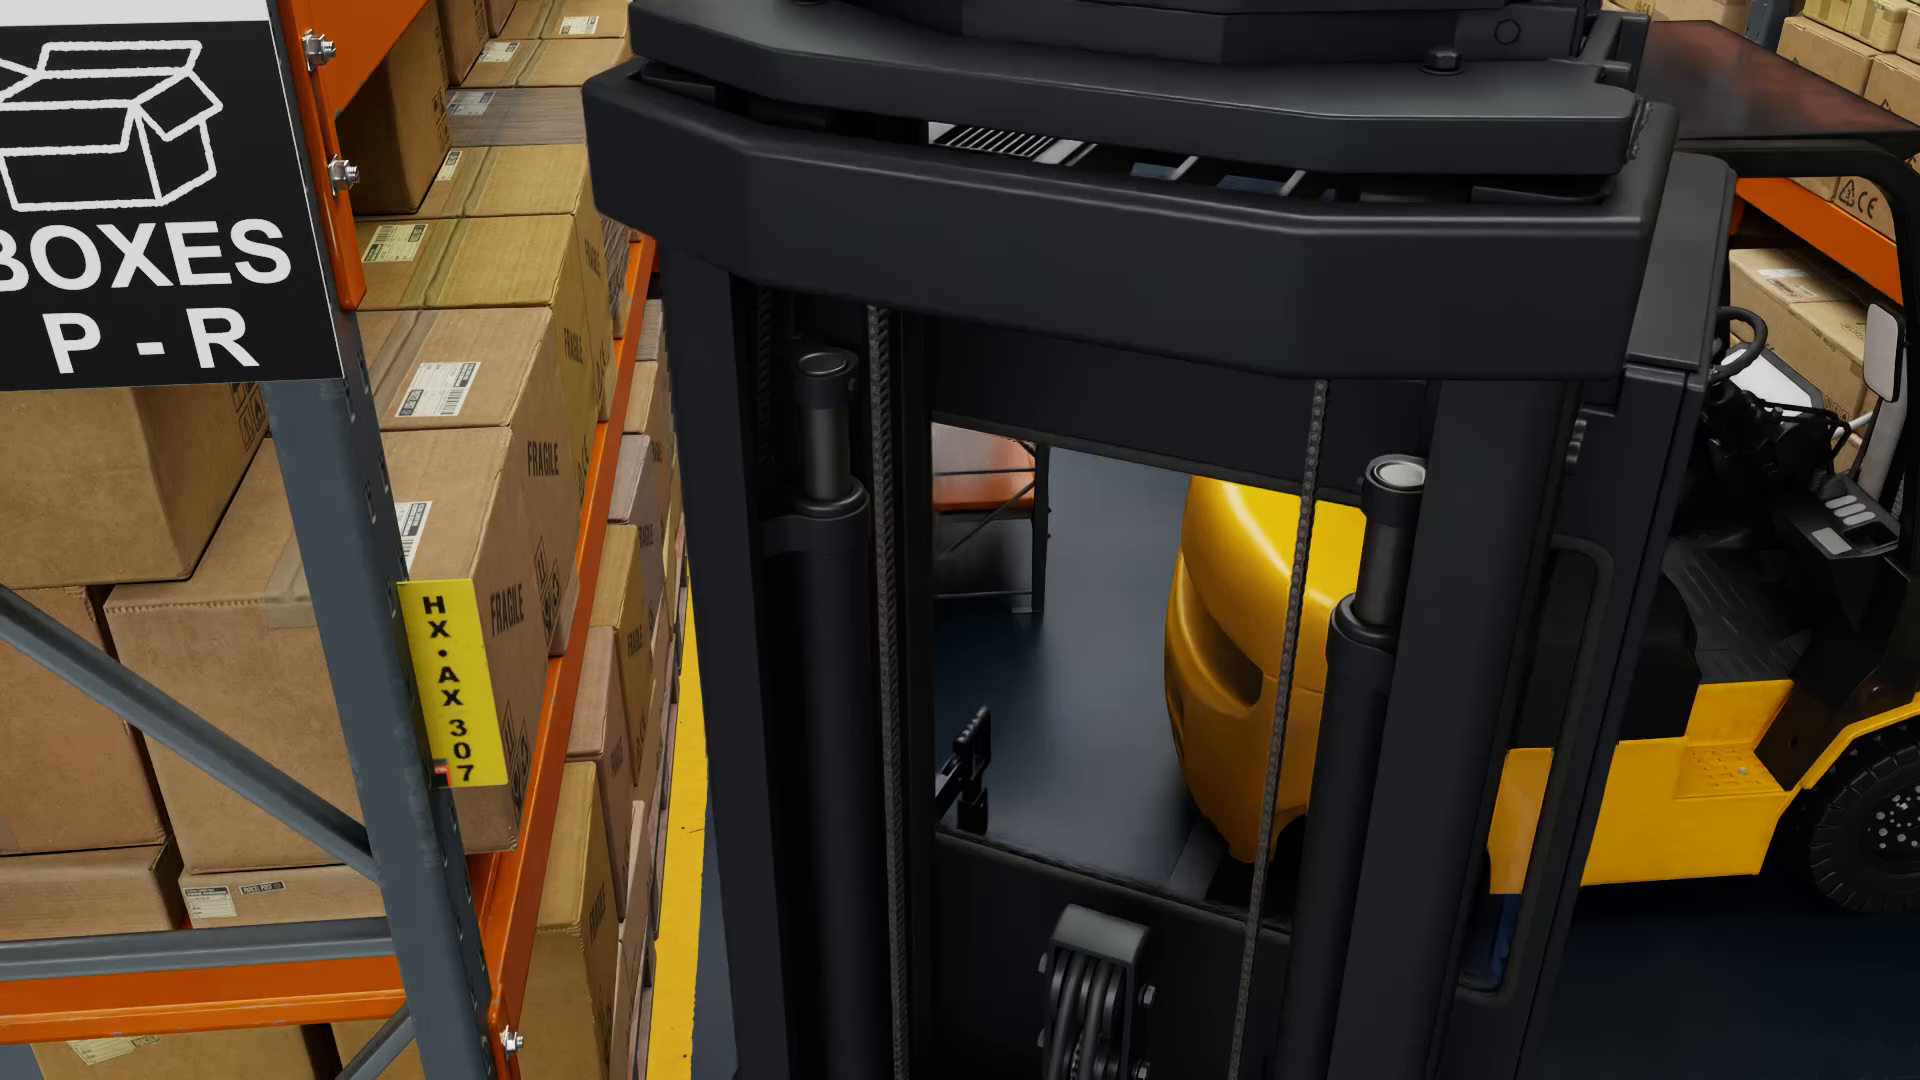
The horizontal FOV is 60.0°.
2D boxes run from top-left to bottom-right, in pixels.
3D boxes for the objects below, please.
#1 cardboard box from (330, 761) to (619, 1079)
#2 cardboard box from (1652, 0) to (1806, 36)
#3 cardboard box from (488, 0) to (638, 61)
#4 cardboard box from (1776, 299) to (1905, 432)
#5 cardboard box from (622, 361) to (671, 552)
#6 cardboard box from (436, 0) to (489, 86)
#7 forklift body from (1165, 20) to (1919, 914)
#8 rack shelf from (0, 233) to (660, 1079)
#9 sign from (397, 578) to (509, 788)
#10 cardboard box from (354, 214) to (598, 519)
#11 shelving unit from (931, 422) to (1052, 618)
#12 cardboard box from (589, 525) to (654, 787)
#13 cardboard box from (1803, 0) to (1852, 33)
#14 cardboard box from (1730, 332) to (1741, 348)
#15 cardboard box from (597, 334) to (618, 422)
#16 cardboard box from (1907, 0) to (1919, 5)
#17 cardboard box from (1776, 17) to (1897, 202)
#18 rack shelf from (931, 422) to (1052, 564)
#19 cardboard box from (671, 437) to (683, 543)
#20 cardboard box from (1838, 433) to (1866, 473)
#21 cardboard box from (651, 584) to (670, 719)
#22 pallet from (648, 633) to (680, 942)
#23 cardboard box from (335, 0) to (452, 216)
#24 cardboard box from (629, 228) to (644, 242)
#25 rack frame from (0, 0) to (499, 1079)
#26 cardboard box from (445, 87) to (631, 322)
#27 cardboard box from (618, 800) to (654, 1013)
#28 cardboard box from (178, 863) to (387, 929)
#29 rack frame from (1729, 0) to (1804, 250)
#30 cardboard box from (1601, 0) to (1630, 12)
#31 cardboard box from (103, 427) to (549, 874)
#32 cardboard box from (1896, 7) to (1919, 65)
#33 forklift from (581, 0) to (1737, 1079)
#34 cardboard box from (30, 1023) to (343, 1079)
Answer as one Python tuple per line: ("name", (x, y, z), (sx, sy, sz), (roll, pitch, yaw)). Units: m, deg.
("cardboard box", (-1.003, 0.830, 3.476), (0.500, 0.500, 0.500), (-4, 31, -6))
("cardboard box", (3.067, -2.082, 6.469), (0.500, 0.250, 0.500), (-3, 31, -6))
("cardboard box", (-1.285, -1.409, 5.296), (0.500, 0.500, 0.500), (-4, 31, -6))
("cardboard box", (3.138, -0.598, 5.624), (0.500, 0.250, 0.500), (-3, 31, -5))
("cardboard box", (-1.202, -0.226, 5.244), (0.500, 0.500, 0.500), (-2, 31, -4))
("cardboard box", (-1.723, -1.556, 4.568), (0.700, 0.500, 0.500), (-3, 31, -4))
("forklift body", (1.748, -0.167, 4.432), (2.313, 2.155, 1.214), (-3, 31, -5))
("rack shelf", (-1.387, -0.123, 4.233), (1.077, 0.370, 4.000), (-3, 31, -5))
("sign", (-0.660, 0.191, 2.160), (0.100, 0.325, 0.005), (-3, 31, -5))
("cardboard box", (-1.069, -0.361, 3.542), (0.500, 0.500, 0.500), (-3, 31, -6))
("shelving unit", (-0.001, -0.486, 5.967), (0.538, 1.125, 1.048), (-3, 31, -5))
("cardboard box", (-1.095, 0.307, 4.352), (0.500, 0.500, 0.500), (-2, 31, -4))
("cardboard box", (3.136, -1.839, 5.674), (0.380, 0.149, 0.250), (-3, 31, -5))
("cardboard box", (3.106, -0.646, 6.190), (0.500, 0.250, 0.500), (-3, 31, -5))
("cardboard box", (-1.088, -0.416, 4.266), (0.380, 0.149, 0.250), (-2, 31, -4))
("cardboard box", (3.234, -1.837, 5.380), (0.380, 0.149, 0.250), (-2, 31, -4))
("cardboard box", (3.149, -1.497, 5.733), (0.500, 0.500, 0.500), (-4, 31, -6))
("rack shelf", (-0.001, -0.276, 6.093), (0.538, 0.278, 1.000), (-3, 31, -5))
("cardboard box", (-1.251, -0.164, 5.871), (0.500, 0.250, 0.500), (-1, 31, -2))
("cardboard box", (3.190, -0.131, 5.329), (0.500, 0.250, 0.500), (-3, 31, -5))
("cardboard box", (-1.148, 0.367, 4.982), (0.500, 0.250, 0.500), (-2, 31, -4))
("pallet", (-1.359, 0.709, 4.856), (1.003, 0.211, 1.213), (-3, 31, -5))
("cardboard box", (-1.563, -1.037, 3.698), (0.700, 0.500, 0.500), (-3, 31, -5))
("cardboard box", (-1.210, -1.069, 5.359), (0.380, 0.149, 0.250), (-2, 31, -3))
("rack frame", (-1.197, 0.589, 2.339), (0.949, 2.616, 0.053), (-3, 31, -5))
("cardboard box", (-1.177, -0.882, 4.414), (0.500, 0.500, 0.500), (-2, 31, -3))
("cardboard box", (-1.040, 0.903, 4.085), (0.500, 0.250, 0.500), (-2, 31, -3))
("cardboard box", (-1.026, 0.513, 2.710), (0.380, 0.149, 0.250), (-3, 31, -4))
("rack frame", (3.368, -1.693, 6.159), (1.000, 3.000, 0.127), (-3, 31, -5))
("cardboard box", (3.008, -2.130, 7.037), (0.500, 0.250, 0.500), (-3, 31, -5))
("cardboard box", (-0.968, 0.163, 2.664), (0.500, 0.500, 0.500), (-3, 31, -5))
("cardboard box", (3.214, -1.575, 5.232), (0.380, 0.149, 0.250), (-3, 31, -5))
("forklift", (0.370, 0.471, 2.603), (1.130, 2.935, 3.031), (13, 33, 20))
("cardboard box", (-1.535, 0.871, 3.408), (0.500, 0.500, 0.500), (-3, 31, -4))
